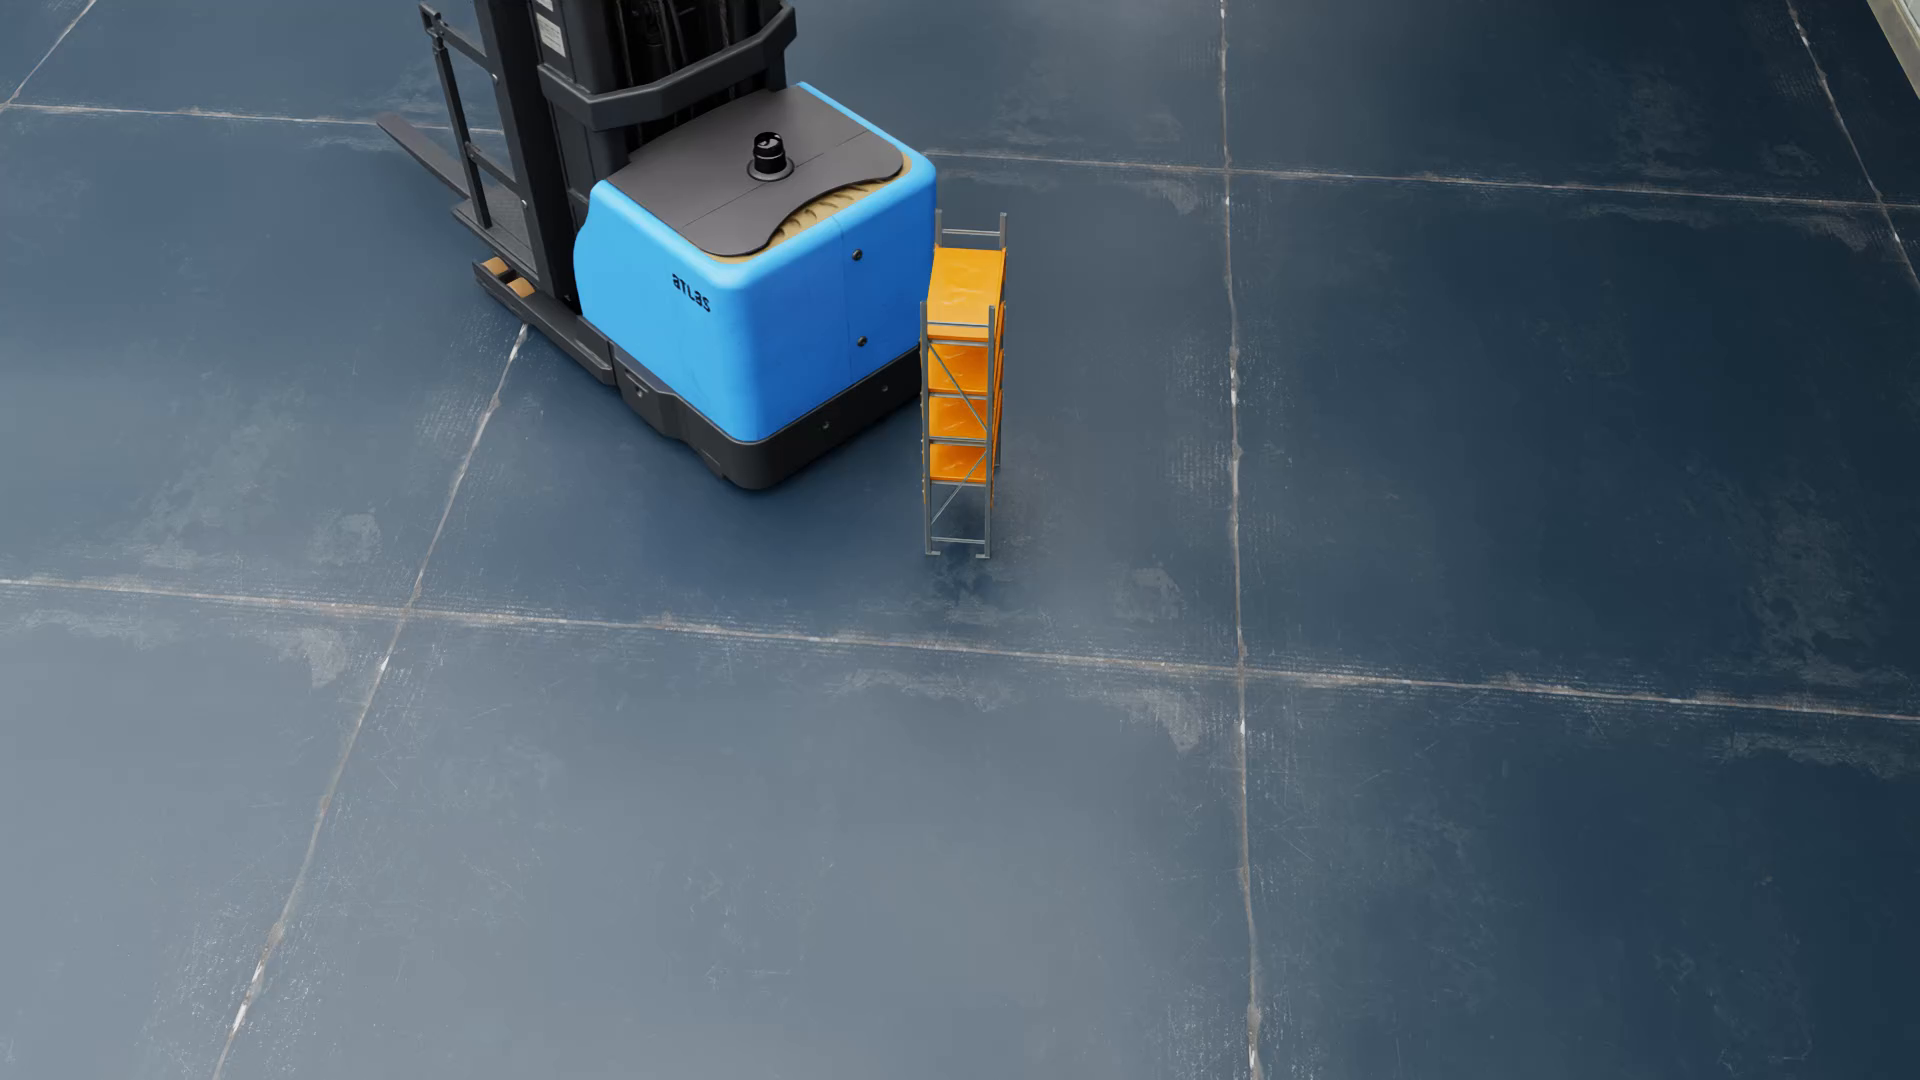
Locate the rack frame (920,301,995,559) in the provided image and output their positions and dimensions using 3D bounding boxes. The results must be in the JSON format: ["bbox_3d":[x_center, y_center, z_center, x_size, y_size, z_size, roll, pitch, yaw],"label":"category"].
[{"bbox_3d":[-0.007,-0.347,5.755,0.240,1.200,0.015,4,48,4],"label":"rack frame"}]

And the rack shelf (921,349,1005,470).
[{"bbox_3d":[0.015,-0.481,5.968,0.258,0.148,0.480,4,48,4],"label":"rack shelf"}]

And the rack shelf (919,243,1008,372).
[{"bbox_3d":[0.015,-0.792,5.629,0.258,0.148,0.480,4,48,4],"label":"rack shelf"}]

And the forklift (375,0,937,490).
[{"bbox_3d":[-1.448,-2.176,6.254,1.130,2.935,3.031,-35,56,-28],"label":"forklift"}]

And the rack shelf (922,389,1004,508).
[{"bbox_3d":[0.015,-0.347,6.115,0.258,0.148,0.480,4,48,4],"label":"rack shelf"}]

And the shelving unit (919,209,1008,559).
[{"bbox_3d":[0.015,-0.527,5.919,0.258,1.200,0.503,4,48,4],"label":"shelving unit"}]

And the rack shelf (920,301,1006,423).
[{"bbox_3d":[0.015,-0.632,5.803,0.258,0.148,0.480,4,48,4],"label":"rack shelf"}]

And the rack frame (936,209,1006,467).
[{"bbox_3d":[0.037,-0.706,6.083,0.240,1.200,0.015,4,48,4],"label":"rack frame"}]
